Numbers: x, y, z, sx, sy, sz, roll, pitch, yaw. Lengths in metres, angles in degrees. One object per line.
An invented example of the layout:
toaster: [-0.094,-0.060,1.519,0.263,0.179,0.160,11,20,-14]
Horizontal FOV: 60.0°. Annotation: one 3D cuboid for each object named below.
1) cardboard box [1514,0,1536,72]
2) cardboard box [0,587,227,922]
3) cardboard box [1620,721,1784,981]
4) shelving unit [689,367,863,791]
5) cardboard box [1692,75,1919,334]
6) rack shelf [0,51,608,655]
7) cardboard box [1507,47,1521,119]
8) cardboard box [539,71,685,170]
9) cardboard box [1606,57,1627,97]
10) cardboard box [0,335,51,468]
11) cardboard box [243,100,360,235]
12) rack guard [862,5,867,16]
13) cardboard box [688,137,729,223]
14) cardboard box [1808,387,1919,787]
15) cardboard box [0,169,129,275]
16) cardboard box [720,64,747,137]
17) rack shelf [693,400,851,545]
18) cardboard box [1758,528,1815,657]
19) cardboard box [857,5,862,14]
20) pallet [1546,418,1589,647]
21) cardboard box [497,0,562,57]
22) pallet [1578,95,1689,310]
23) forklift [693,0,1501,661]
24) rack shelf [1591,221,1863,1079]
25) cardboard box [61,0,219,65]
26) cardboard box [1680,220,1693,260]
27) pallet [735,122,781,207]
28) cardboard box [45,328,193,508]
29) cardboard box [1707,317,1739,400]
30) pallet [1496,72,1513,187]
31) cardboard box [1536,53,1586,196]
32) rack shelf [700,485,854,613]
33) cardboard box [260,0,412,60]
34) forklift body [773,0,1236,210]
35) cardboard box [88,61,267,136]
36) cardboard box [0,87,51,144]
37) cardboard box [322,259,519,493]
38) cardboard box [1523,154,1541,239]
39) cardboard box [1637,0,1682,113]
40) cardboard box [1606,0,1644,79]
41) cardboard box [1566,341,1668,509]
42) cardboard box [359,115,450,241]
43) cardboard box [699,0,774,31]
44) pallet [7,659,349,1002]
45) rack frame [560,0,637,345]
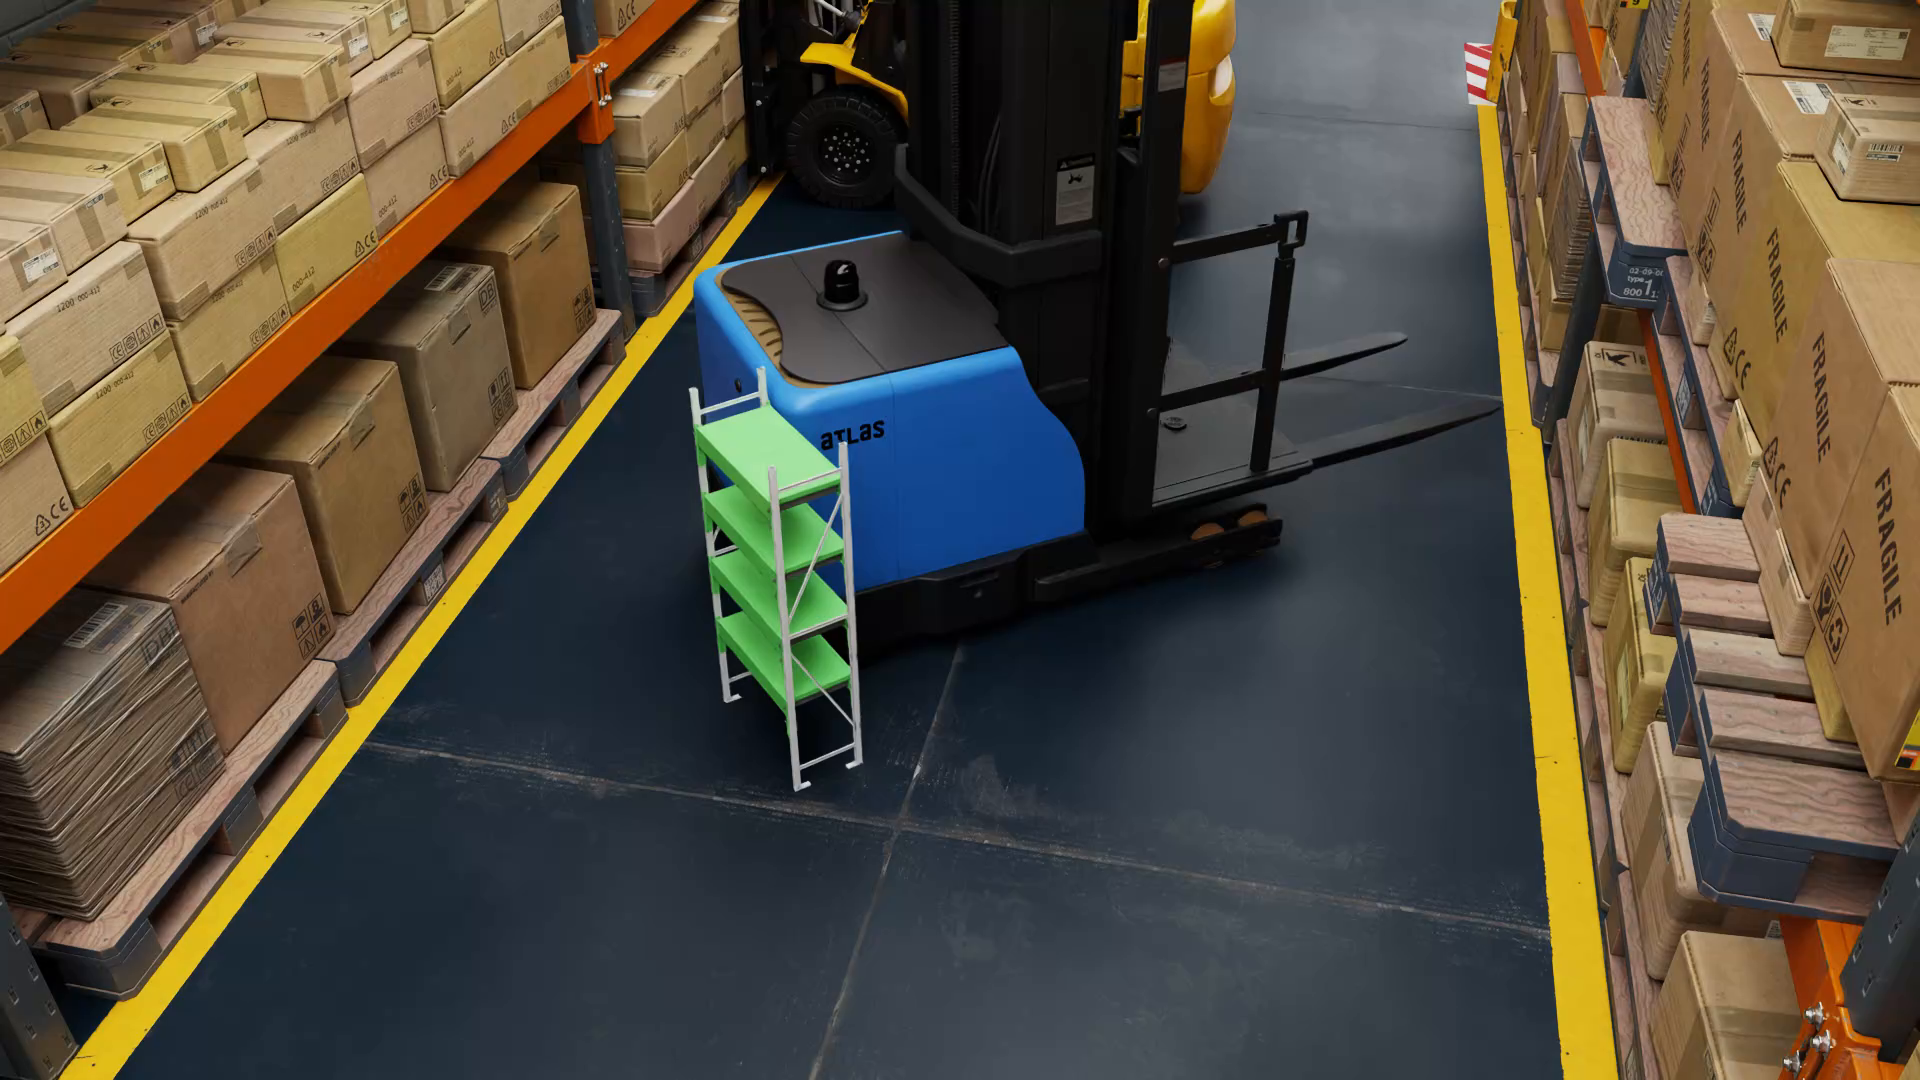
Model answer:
cardboard box: [3.287,-2.782,8.878,0.500,0.500,0.500,6,36,8]
cardboard box: [-2.678,0.539,4.616,0.875,0.625,0.625,8,37,11]
cardboard box: [2.305,0.871,4.374,0.950,0.372,0.625,7,36,9]
shelving unit: [-0.546,0.135,5.041,0.258,1.200,0.503,-21,41,-26]
cardboard box: [2.174,-0.803,4.105,0.500,0.500,0.500,6,36,8]
rack shelf: [-2.398,-0.752,5.344,1.077,0.370,4.000,7,37,10]
cardboard box: [3.291,-2.492,9.117,0.500,0.250,0.500,7,37,10]
cardboard box: [-1.561,-1.889,7.434,0.500,0.250,0.500,7,36,9]
cardboard box: [2.650,-1.690,6.240,0.380,0.149,0.250,7,37,9]
cardboard box: [-2.467,-0.259,3.753,0.500,0.250,0.500,7,37,10]
cardboard box: [-2.170,-1.143,4.972,0.500,0.250,0.500,8,37,11]
rack guard: [-1.111,-3.484,10.632,1.175,0.500,0.348,7,37,10]
cardboard box: [-1.450,-1.775,8.128,0.500,0.250,0.500,7,36,9]
cardboard box: [1.850,0.097,2.863,0.500,0.500,0.500,6,36,9]
cardboard box: [-2.340,-0.801,4.161,0.380,0.149,0.250,8,37,10]
cardboard box: [-1.341,-2.263,8.376,0.500,0.250,0.500,7,37,10]
rack shelf: [-0.546,-0.202,4.797,0.258,0.148,0.480,-21,41,-26]
cardboard box: [1.862,0.125,3.378,0.380,0.149,0.250,7,37,10]
cardboard box: [-0.908,-3.231,10.136,0.500,0.250,0.500,8,37,10]
pallet: [2.714,0.006,6.062,1.003,0.211,1.213,7,37,10]
cardboard box: [-1.826,-2.018,6.180,0.500,0.250,0.500,7,36,9]
pallet: [2.574,-1.072,5.336,1.003,0.211,1.213,7,37,10]
forklift: [0.632,-1.349,5.613,3.031,2.935,1.130,-15,38,-19]
rack shelf: [2.452,-0.132,4.489,1.077,0.370,4.000,7,37,10]
cardboard box: [-2.579,-1.594,5.255,0.380,0.149,0.250,7,37,10]
cardboard box: [2.309,-0.904,4.798,0.380,0.149,0.250,8,37,11]
pallet: [-1.501,-2.213,9.123,1.003,0.211,1.213,7,37,10]
cardboard box: [-2.379,-0.347,4.301,0.500,0.250,0.500,7,36,9]
cardboard box: [2.119,-0.460,4.185,0.380,0.149,0.250,6,36,8]
pallet: [3.509,-2.229,9.145,1.003,0.211,1.213,7,37,10]
cardboard box: [2.958,-1.887,7.644,0.500,0.500,0.500,9,37,12]
rack shelf: [-0.546,-0.008,4.938,0.258,0.148,0.480,-21,41,-26]
cardboard box: [-2.012,-1.675,5.368,0.380,0.149,0.250,6,36,9]
forklift body: [0.261,-2.823,8.313,2.313,2.155,1.214,7,37,10]
cardboard box: [-2.243,-1.248,4.778,0.380,0.149,0.250,7,37,10]
cardboard box: [-2.804,-1.159,4.656,0.380,0.149,0.250,7,36,9]
cardboard box: [-2.244,-0.654,6.262,0.875,0.625,0.625,7,37,9]
cardboard box: [2.960,-1.596,7.882,0.500,0.250,0.500,8,37,11]
cardboard box: [2.499,-1.668,5.298,0.500,0.500,0.500,8,37,11]
cardboard box: [2.731,-2.016,6.137,0.500,0.500,0.500,6,36,9]
cardboard box: [2.770,-0.375,6.092,0.950,0.372,0.625,8,37,11]
cardboard box: [-2.061,-1.237,5.529,0.500,0.250,0.500,8,37,10]
cardboard box: [-1.227,-2.768,8.646,0.500,0.250,0.500,7,36,9]
pallet: [-2.611,0.766,5.014,1.003,0.211,1.213,7,37,10]
rack frame: [-1.971,-2.190,6.715,1.000,3.000,0.127,7,37,10]
